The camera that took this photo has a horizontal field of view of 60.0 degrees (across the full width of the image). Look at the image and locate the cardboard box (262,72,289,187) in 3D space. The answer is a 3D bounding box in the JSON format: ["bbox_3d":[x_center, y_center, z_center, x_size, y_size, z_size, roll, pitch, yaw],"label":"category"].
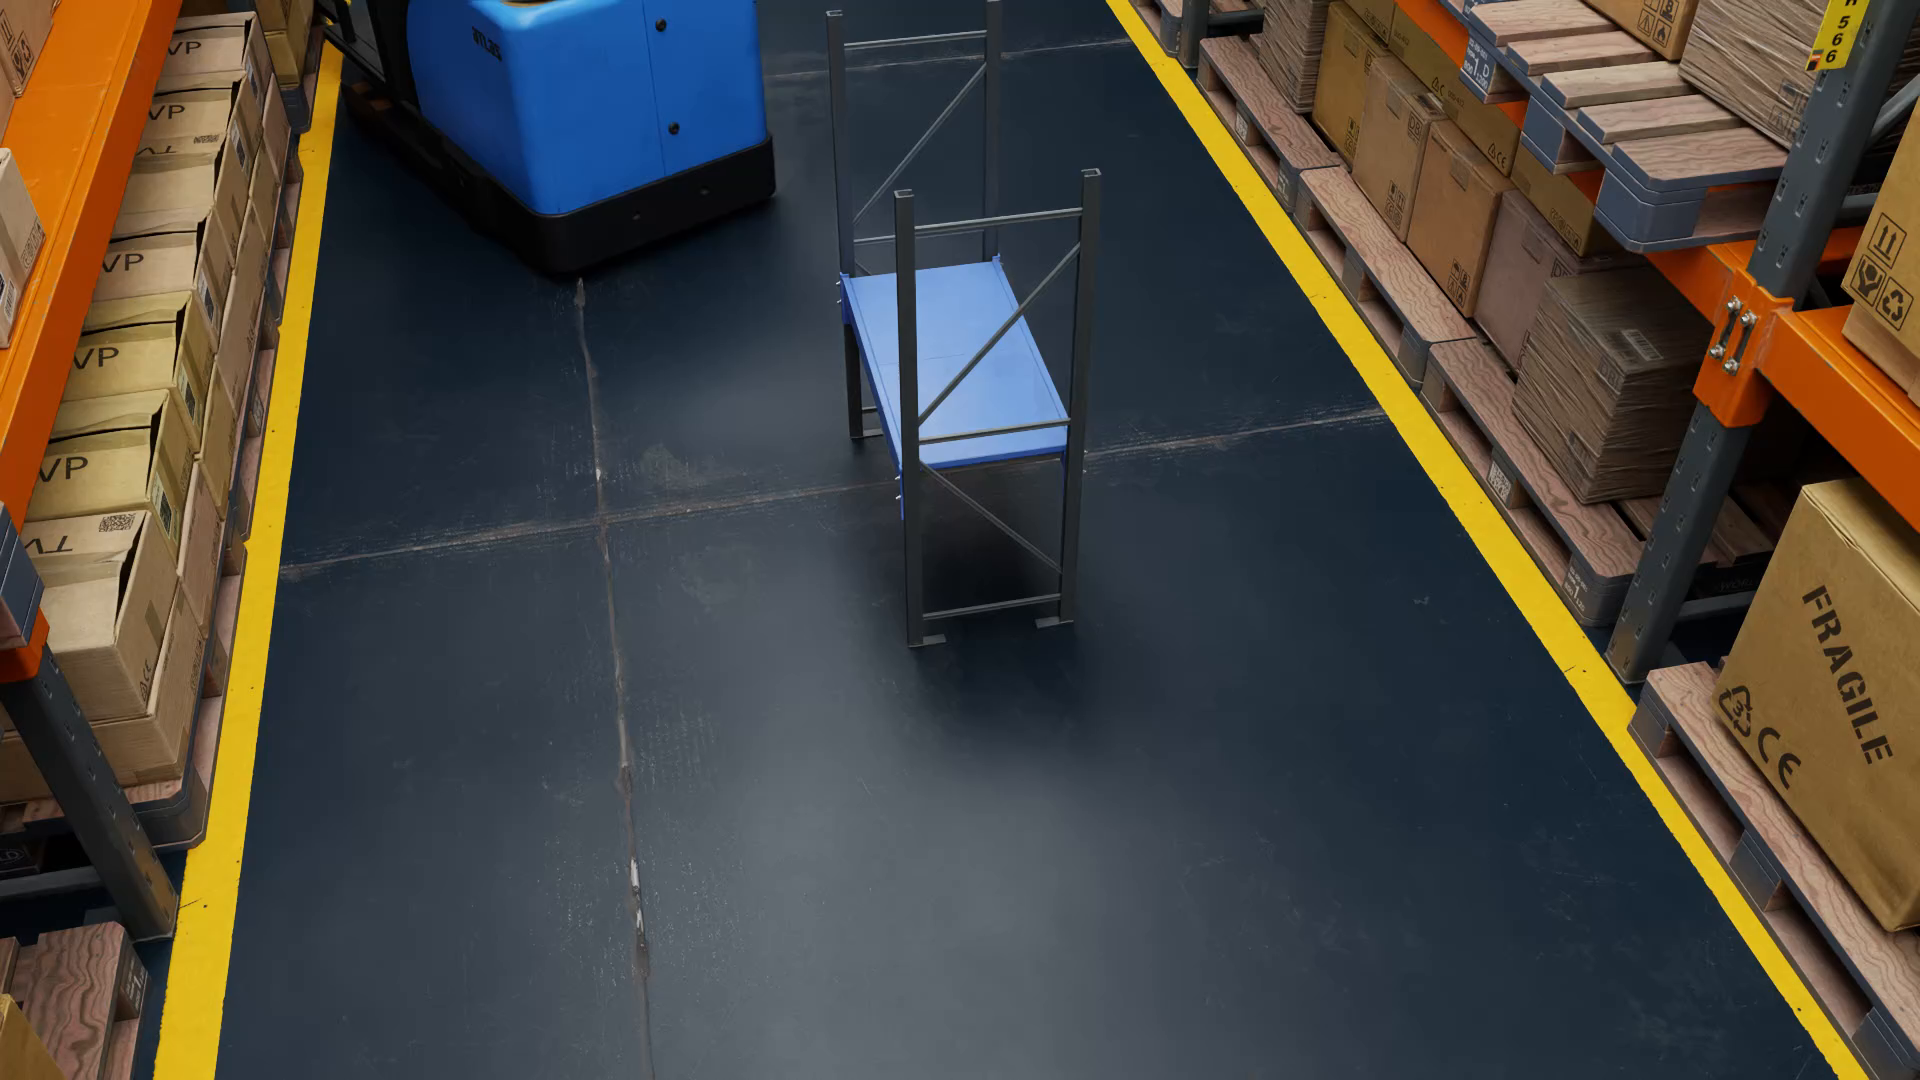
[{"bbox_3d":[-2.946,-1.593,6.539,0.500,0.250,0.500,-9,42,-10],"label":"cardboard box"}]

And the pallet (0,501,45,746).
[{"bbox_3d":[-2.240,0.403,2.681,1.213,0.211,1.003,-8,42,-9],"label":"pallet"}]

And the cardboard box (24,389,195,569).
[{"bbox_3d":[-2.403,-0.158,4.500,0.500,0.311,0.500,-9,42,-10],"label":"cardboard box"}]

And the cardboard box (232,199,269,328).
[{"bbox_3d":[-2.727,-0.933,5.796,0.500,0.250,0.500,-7,42,-8],"label":"cardboard box"}]

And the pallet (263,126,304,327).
[{"bbox_3d":[-3.121,-1.176,6.416,1.003,0.211,1.213,-8,42,-9],"label":"pallet"}]

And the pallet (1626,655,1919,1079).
[{"bbox_3d":[2.478,0.754,4.241,1.003,0.211,1.213,-8,42,-9],"label":"pallet"}]

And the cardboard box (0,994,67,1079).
[{"bbox_3d":[-2.024,1.245,3.140,0.500,0.500,0.500,-7,42,-8],"label":"cardboard box"}]

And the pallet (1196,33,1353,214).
[{"bbox_3d":[1.688,-1.856,7.182,1.003,0.211,1.213,-8,42,-9],"label":"pallet"}]

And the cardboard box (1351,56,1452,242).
[{"bbox_3d":[1.924,-1.494,6.225,0.700,0.500,0.500,-8,42,-9],"label":"cardboard box"}]

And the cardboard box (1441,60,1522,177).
[{"bbox_3d":[1.997,-1.491,5.657,0.500,0.250,0.500,-9,42,-9],"label":"cardboard box"}]

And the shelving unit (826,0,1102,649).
[{"bbox_3d":[-0.018,-0.616,4.814,0.538,1.500,1.048,-8,42,-9],"label":"shelving unit"}]

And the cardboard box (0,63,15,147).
[{"bbox_3d":[-2.833,-1.221,4.291,0.500,0.500,0.500,-10,43,-12],"label":"cardboard box"}]

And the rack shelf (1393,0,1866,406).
[{"bbox_3d":[1.950,-1.838,5.603,1.077,0.370,4.000,-8,42,-9],"label":"rack shelf"}]

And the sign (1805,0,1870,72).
[{"bbox_3d":[1.854,-1.130,3.451,0.100,0.325,0.005,-8,42,-9],"label":"sign"}]

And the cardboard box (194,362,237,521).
[{"bbox_3d":[-2.508,-0.270,5.050,0.500,0.250,0.500,-9,42,-10],"label":"cardboard box"}]

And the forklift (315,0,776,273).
[{"bbox_3d":[-2.054,-3.026,6.452,1.130,2.935,3.031,-28,49,-28],"label":"forklift"}]

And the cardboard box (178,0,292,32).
[{"bbox_3d":[-3.112,-2.446,6.936,0.500,0.500,0.500,-8,42,-9],"label":"cardboard box"}]

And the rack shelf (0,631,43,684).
[{"bbox_3d":[-2.023,1.467,1.879,1.077,0.370,4.000,-8,42,-9],"label":"rack shelf"}]

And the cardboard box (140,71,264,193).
[{"bbox_3d":[-2.832,-1.472,5.981,0.500,0.311,0.500,-7,42,-8],"label":"cardboard box"}]

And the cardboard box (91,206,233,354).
[{"bbox_3d":[-2.622,-0.822,5.248,0.500,0.311,0.500,-9,42,-10],"label":"cardboard box"}]

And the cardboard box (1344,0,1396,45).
[{"bbox_3d":[1.792,-2.154,6.403,0.500,0.250,0.500,-9,42,-10],"label":"cardboard box"}]

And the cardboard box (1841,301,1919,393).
[{"bbox_3d":[2.226,-0.477,3.702,0.380,0.149,0.250,-9,42,-10],"label":"cardboard box"}]

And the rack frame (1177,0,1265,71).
[{"bbox_3d":[1.518,-3.403,6.824,1.000,3.000,0.127,-8,42,-9],"label":"rack frame"}]

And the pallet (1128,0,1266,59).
[{"bbox_3d":[1.339,-2.791,8.235,1.003,0.211,1.213,-8,42,-9],"label":"pallet"}]

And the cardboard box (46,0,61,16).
[{"bbox_3d":[-3.055,-1.887,5.041,0.500,0.500,0.500,-6,42,-6],"label":"cardboard box"}]

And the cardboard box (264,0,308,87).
[{"bbox_3d":[-3.122,-2.164,7.183,0.500,0.250,0.500,-8,42,-9],"label":"cardboard box"}]

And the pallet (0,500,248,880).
[{"bbox_3d":[-2.594,0.405,4.634,1.003,0.211,1.213,-8,42,-9],"label":"pallet"}]

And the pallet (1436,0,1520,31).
[{"bbox_3d":[1.914,-2.016,5.406,1.003,0.211,1.213,-8,42,-9],"label":"pallet"}]

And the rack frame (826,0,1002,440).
[{"bbox_3d":[-0.128,-0.946,5.186,0.500,1.500,0.032,-8,42,-9],"label":"rack frame"}]

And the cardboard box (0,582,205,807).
[{"bbox_3d":[-2.281,0.392,4.304,0.500,0.250,0.500,-8,42,-9],"label":"cardboard box"}]

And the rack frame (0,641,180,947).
[{"bbox_3d":[-2.455,-0.098,3.101,1.000,3.000,0.127,-8,42,-9],"label":"rack frame"}]

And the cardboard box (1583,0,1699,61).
[{"bbox_3d":[2.123,-1.674,4.470,0.700,0.500,0.500,-12,43,-13],"label":"cardboard box"}]

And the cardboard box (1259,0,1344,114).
[{"bbox_3d":[1.693,-2.158,6.973,0.700,0.500,0.500,-7,42,-8],"label":"cardboard box"}]

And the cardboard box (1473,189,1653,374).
[{"bbox_3d":[2.177,-0.850,5.499,0.700,0.500,0.500,-8,42,-9],"label":"cardboard box"}]
